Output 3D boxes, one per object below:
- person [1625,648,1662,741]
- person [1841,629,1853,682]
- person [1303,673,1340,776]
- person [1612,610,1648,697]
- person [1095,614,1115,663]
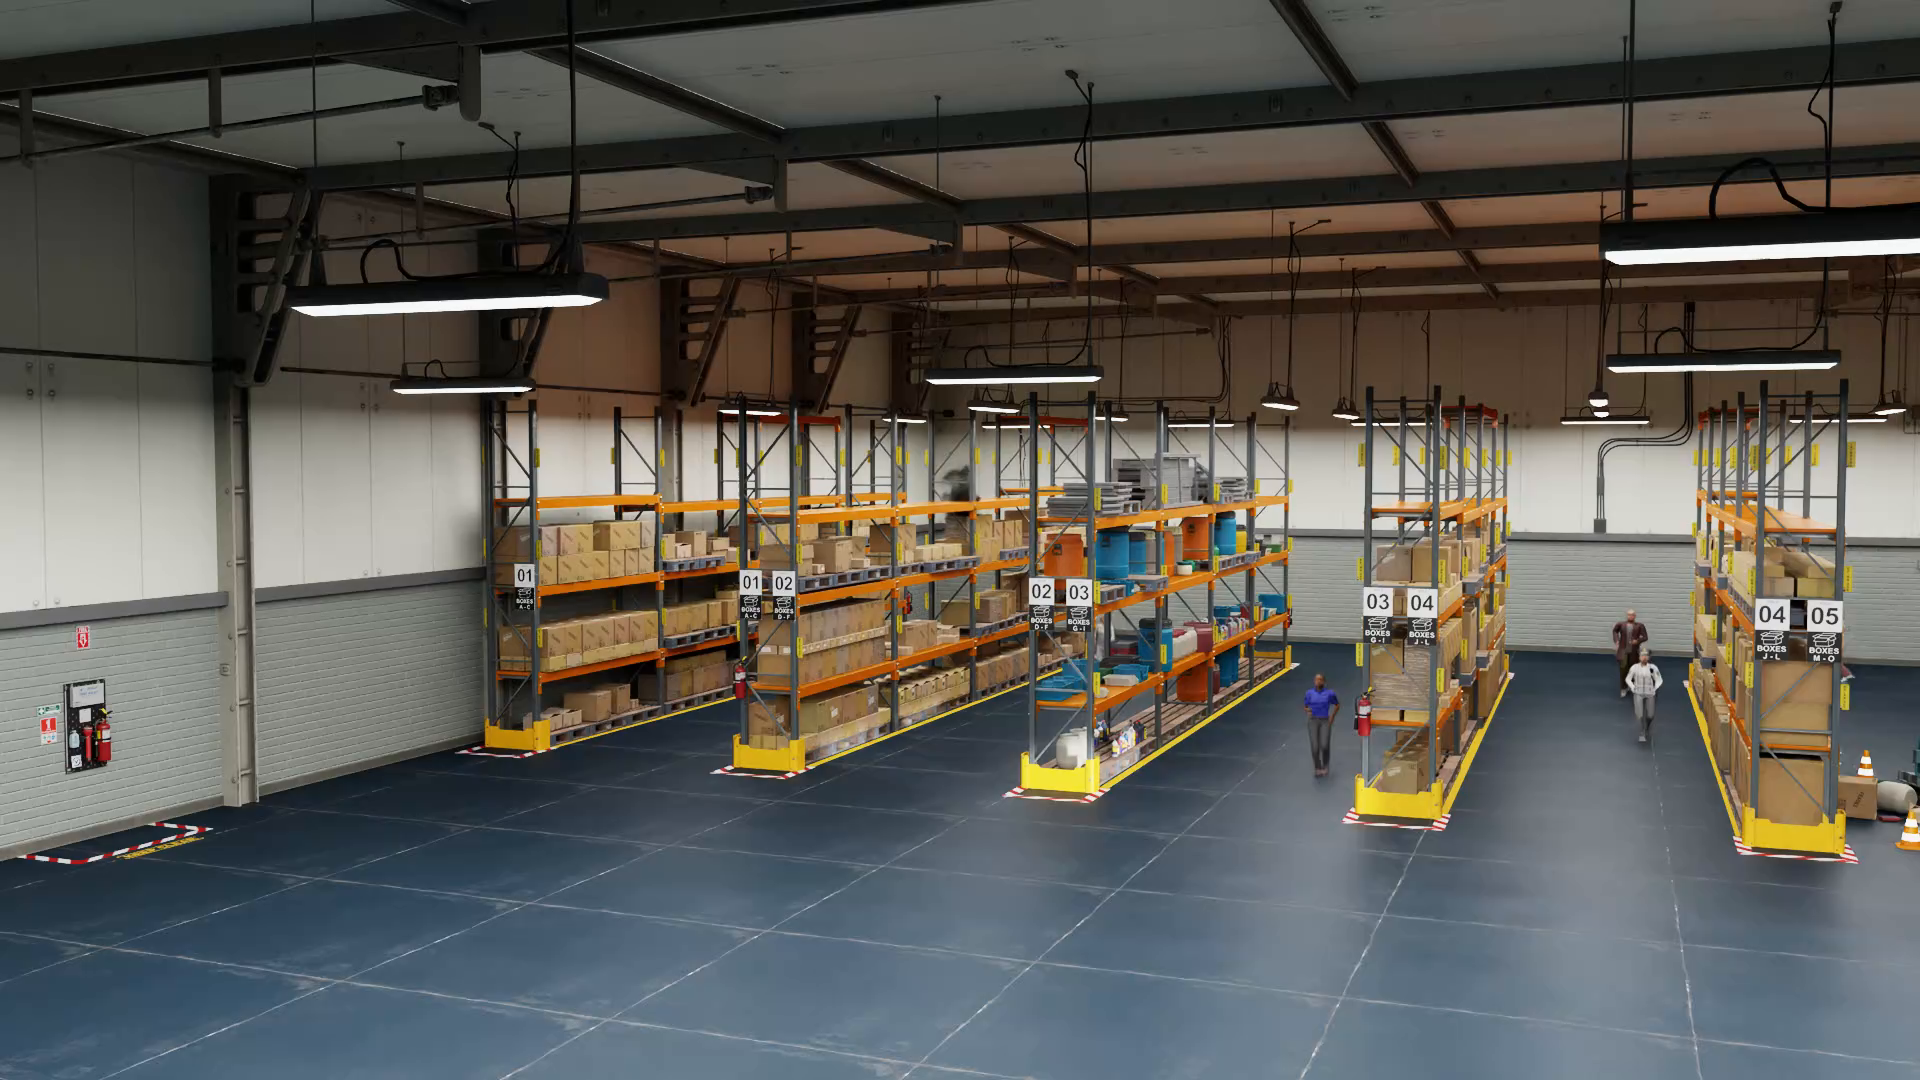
[{"bbox_3d":[12.092,2.725,29.410,0.612,1.648,0.576,1,3,20],"label":"person"},{"bbox_3d":[19.200,2.357,36.653,0.894,1.693,0.558,2,3,28],"label":"person"},{"bbox_3d":[5.631,2.899,26.013,0.563,1.618,0.572,1,3,18],"label":"person"},{"bbox_3d":[14.169,2.382,35.182,0.710,1.814,0.950,1,3,24],"label":"person"},{"bbox_3d":[3.135,2.409,36.386,0.507,1.641,0.705,0,3,9],"label":"person"}]
